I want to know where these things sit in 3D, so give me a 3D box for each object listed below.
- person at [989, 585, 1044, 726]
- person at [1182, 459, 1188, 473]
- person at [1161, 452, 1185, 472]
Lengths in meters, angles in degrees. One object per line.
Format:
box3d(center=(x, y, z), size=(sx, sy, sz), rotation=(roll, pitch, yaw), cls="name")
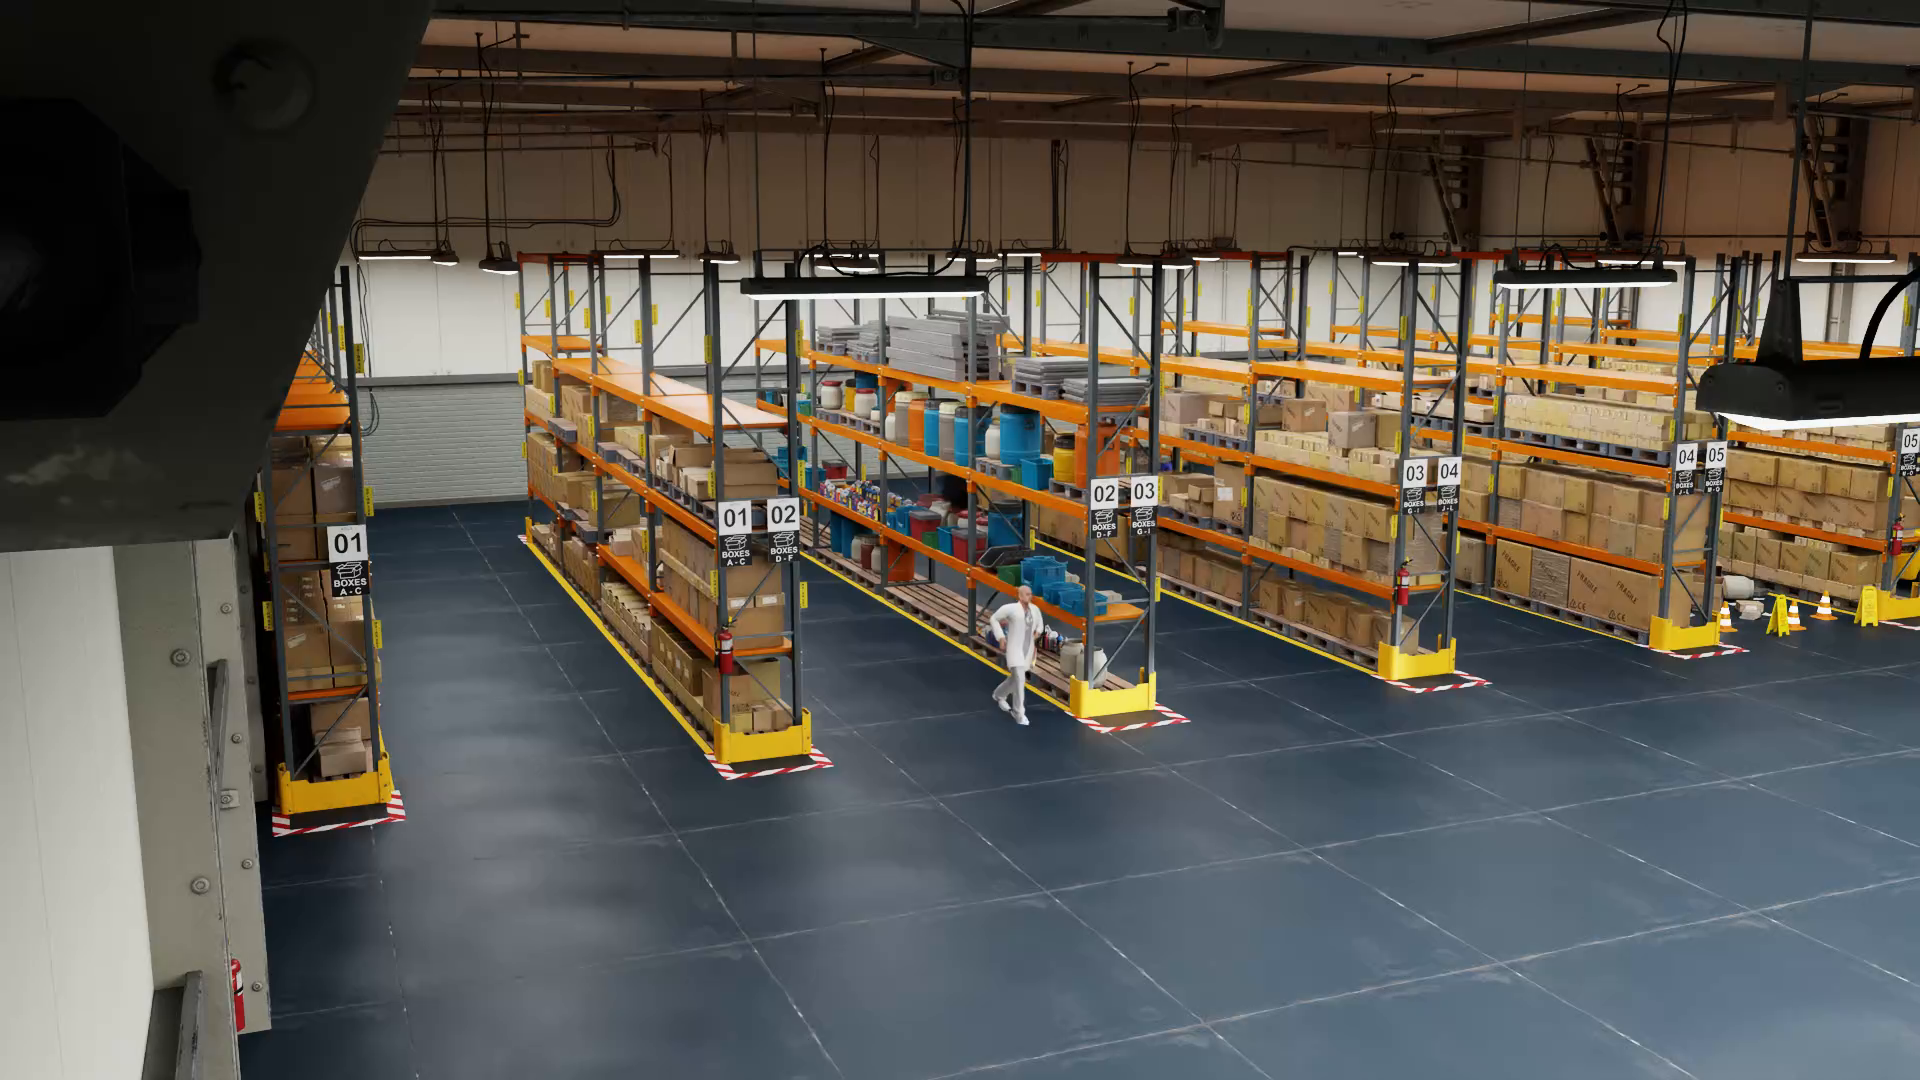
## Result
box3d(center=(0.779, 1.500, 22.095), size=(0.720, 1.839, 0.911), rotation=(-7, 13, -35), cls="person")
box3d(center=(5.647, -1.985, 41.693), size=(0.485, 1.495, 0.606), rotation=(5, 12, 27), cls="person")
box3d(center=(4.754, -1.159, 36.885), size=(0.587, 1.623, 0.543), rotation=(-3, 11, -17), cls="person")
